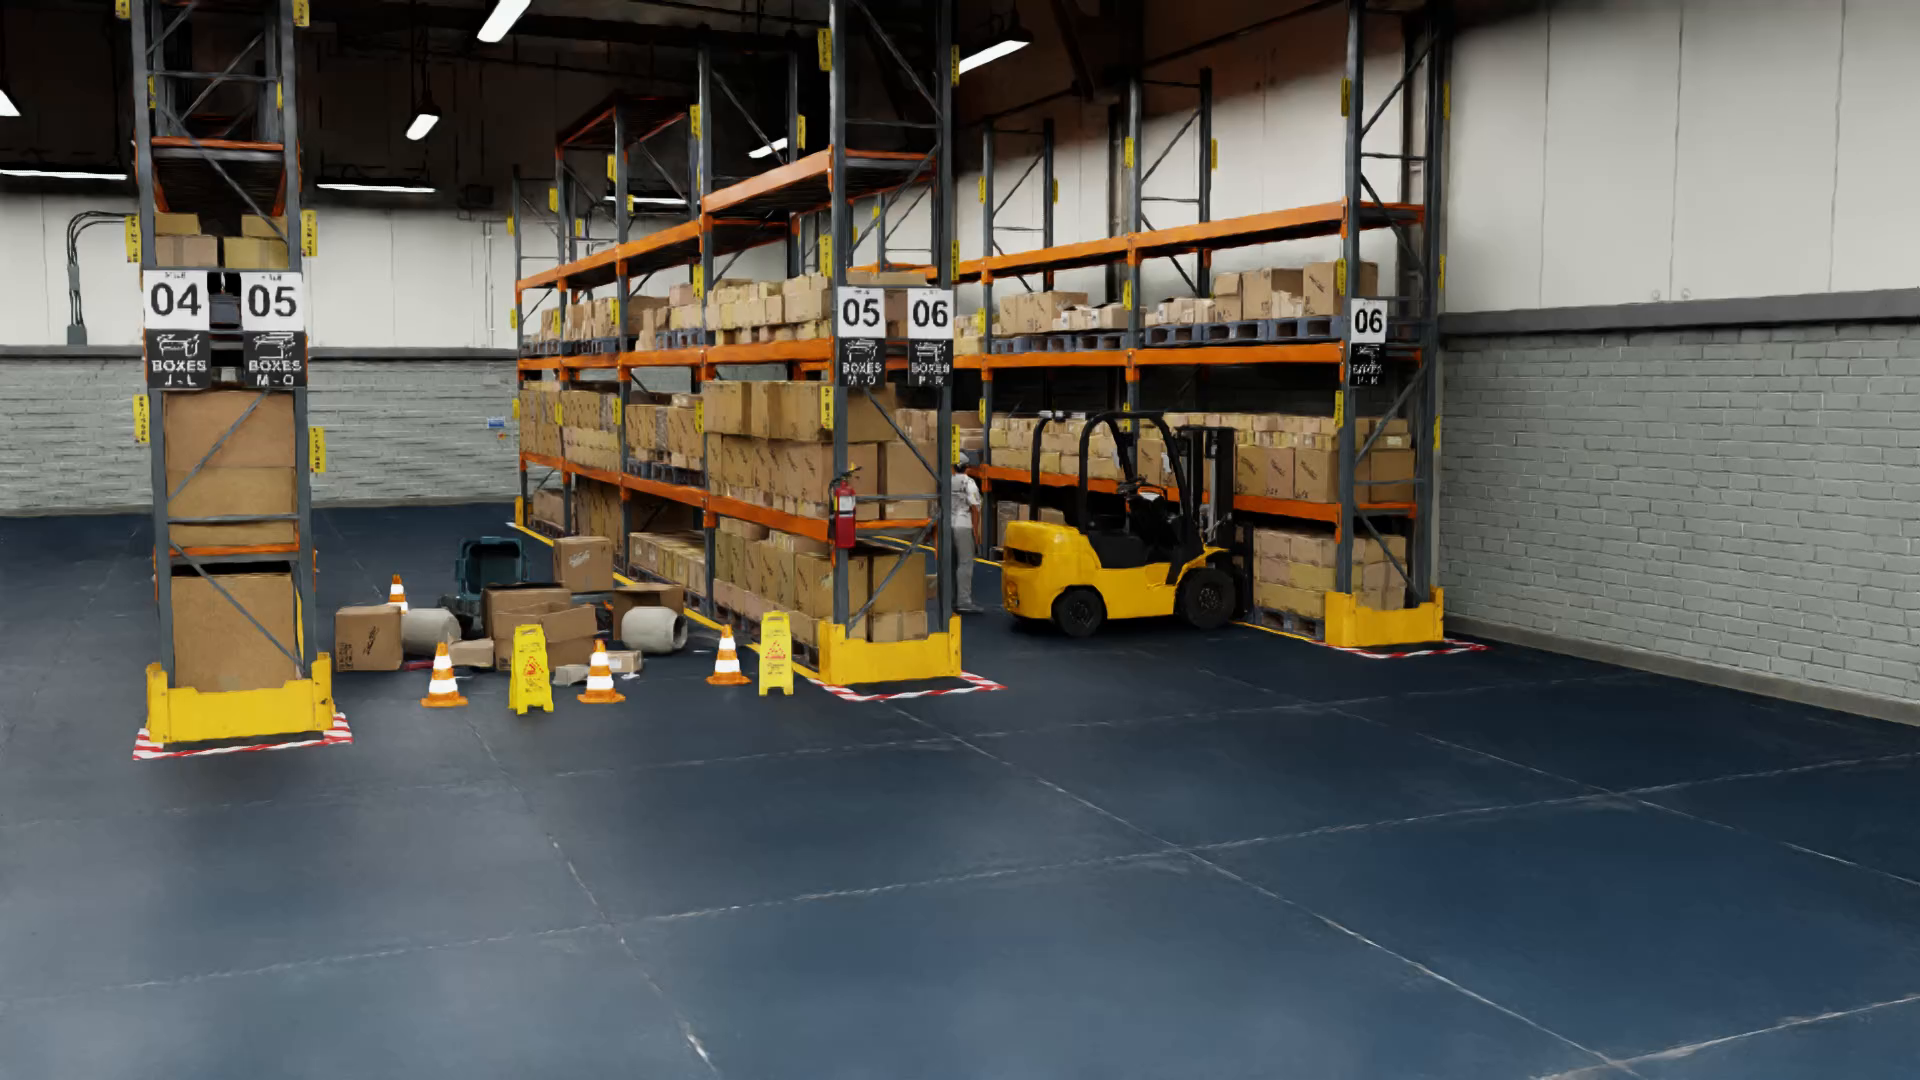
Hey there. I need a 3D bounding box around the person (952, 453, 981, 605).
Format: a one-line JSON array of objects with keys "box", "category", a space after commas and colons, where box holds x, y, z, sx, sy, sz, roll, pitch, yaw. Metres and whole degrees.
[{"box": [0.001, -0.127, 17.695, 0.534, 1.598, 0.374, 5, 8, 44], "category": "person"}]
